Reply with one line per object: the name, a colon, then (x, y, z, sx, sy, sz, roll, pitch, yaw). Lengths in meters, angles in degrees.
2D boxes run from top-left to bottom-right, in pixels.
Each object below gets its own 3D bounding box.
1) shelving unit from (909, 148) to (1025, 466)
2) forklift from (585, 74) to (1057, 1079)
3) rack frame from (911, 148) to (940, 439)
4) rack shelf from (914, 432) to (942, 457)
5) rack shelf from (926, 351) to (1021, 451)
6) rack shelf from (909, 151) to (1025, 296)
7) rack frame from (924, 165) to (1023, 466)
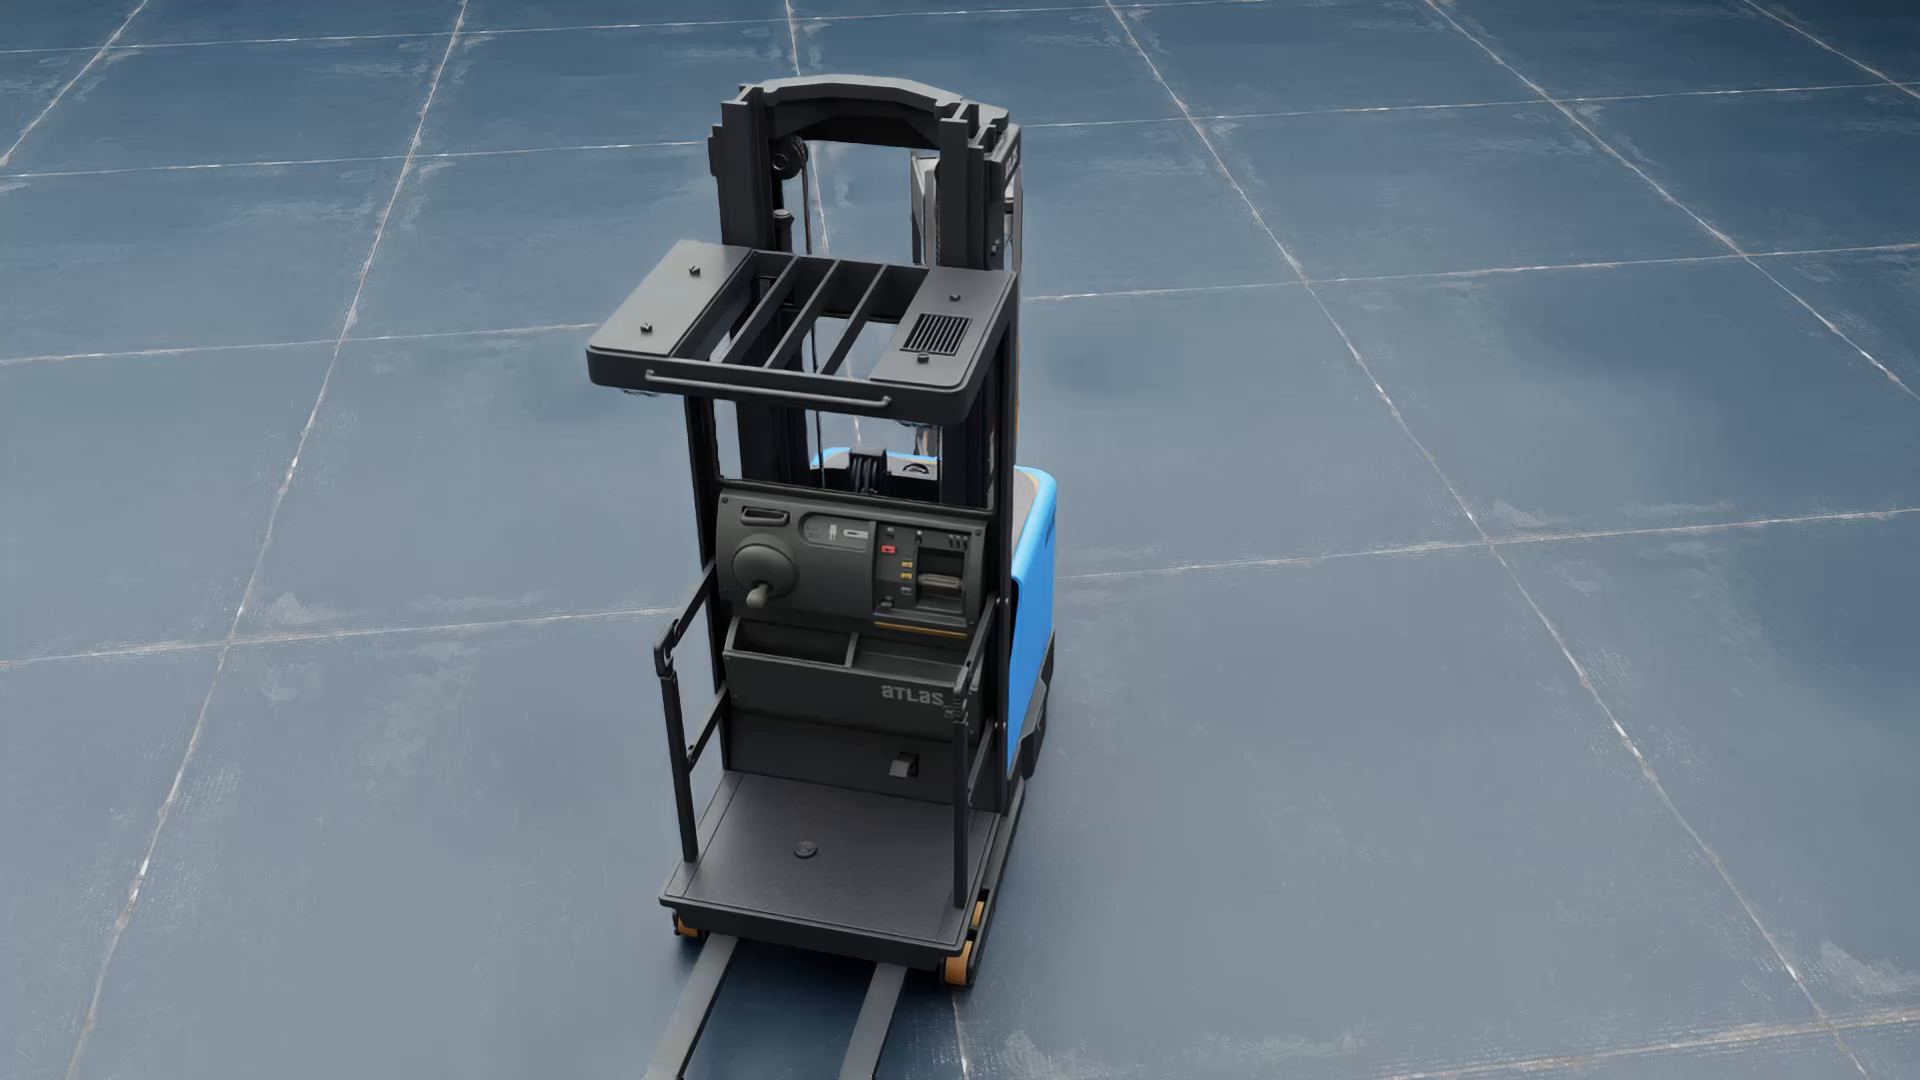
shelving unit: (0.022, -0.775, 7.523, 0.431, 2.100, 0.503, -4, 35, -6)
forklift: (-0.421, 0.137, 5.446, 1.130, 2.935, 3.031, 7, 35, 11)
rack frame: (-0.011, -0.911, 7.723, 0.400, 2.100, 0.015, -4, 35, -6)
rack shelf: (0.022, -0.186, 7.925, 0.431, 0.518, 0.480, -4, 35, -6)
rack shelf: (0.022, -0.764, 7.531, 0.431, 0.518, 0.480, -4, 35, -6)
rack shelf: (0.022, -1.342, 7.137, 0.431, 0.518, 0.480, -4, 35, -6)
rack frame: (0.055, -0.639, 7.323, 0.400, 2.100, 0.015, -4, 35, -6)
